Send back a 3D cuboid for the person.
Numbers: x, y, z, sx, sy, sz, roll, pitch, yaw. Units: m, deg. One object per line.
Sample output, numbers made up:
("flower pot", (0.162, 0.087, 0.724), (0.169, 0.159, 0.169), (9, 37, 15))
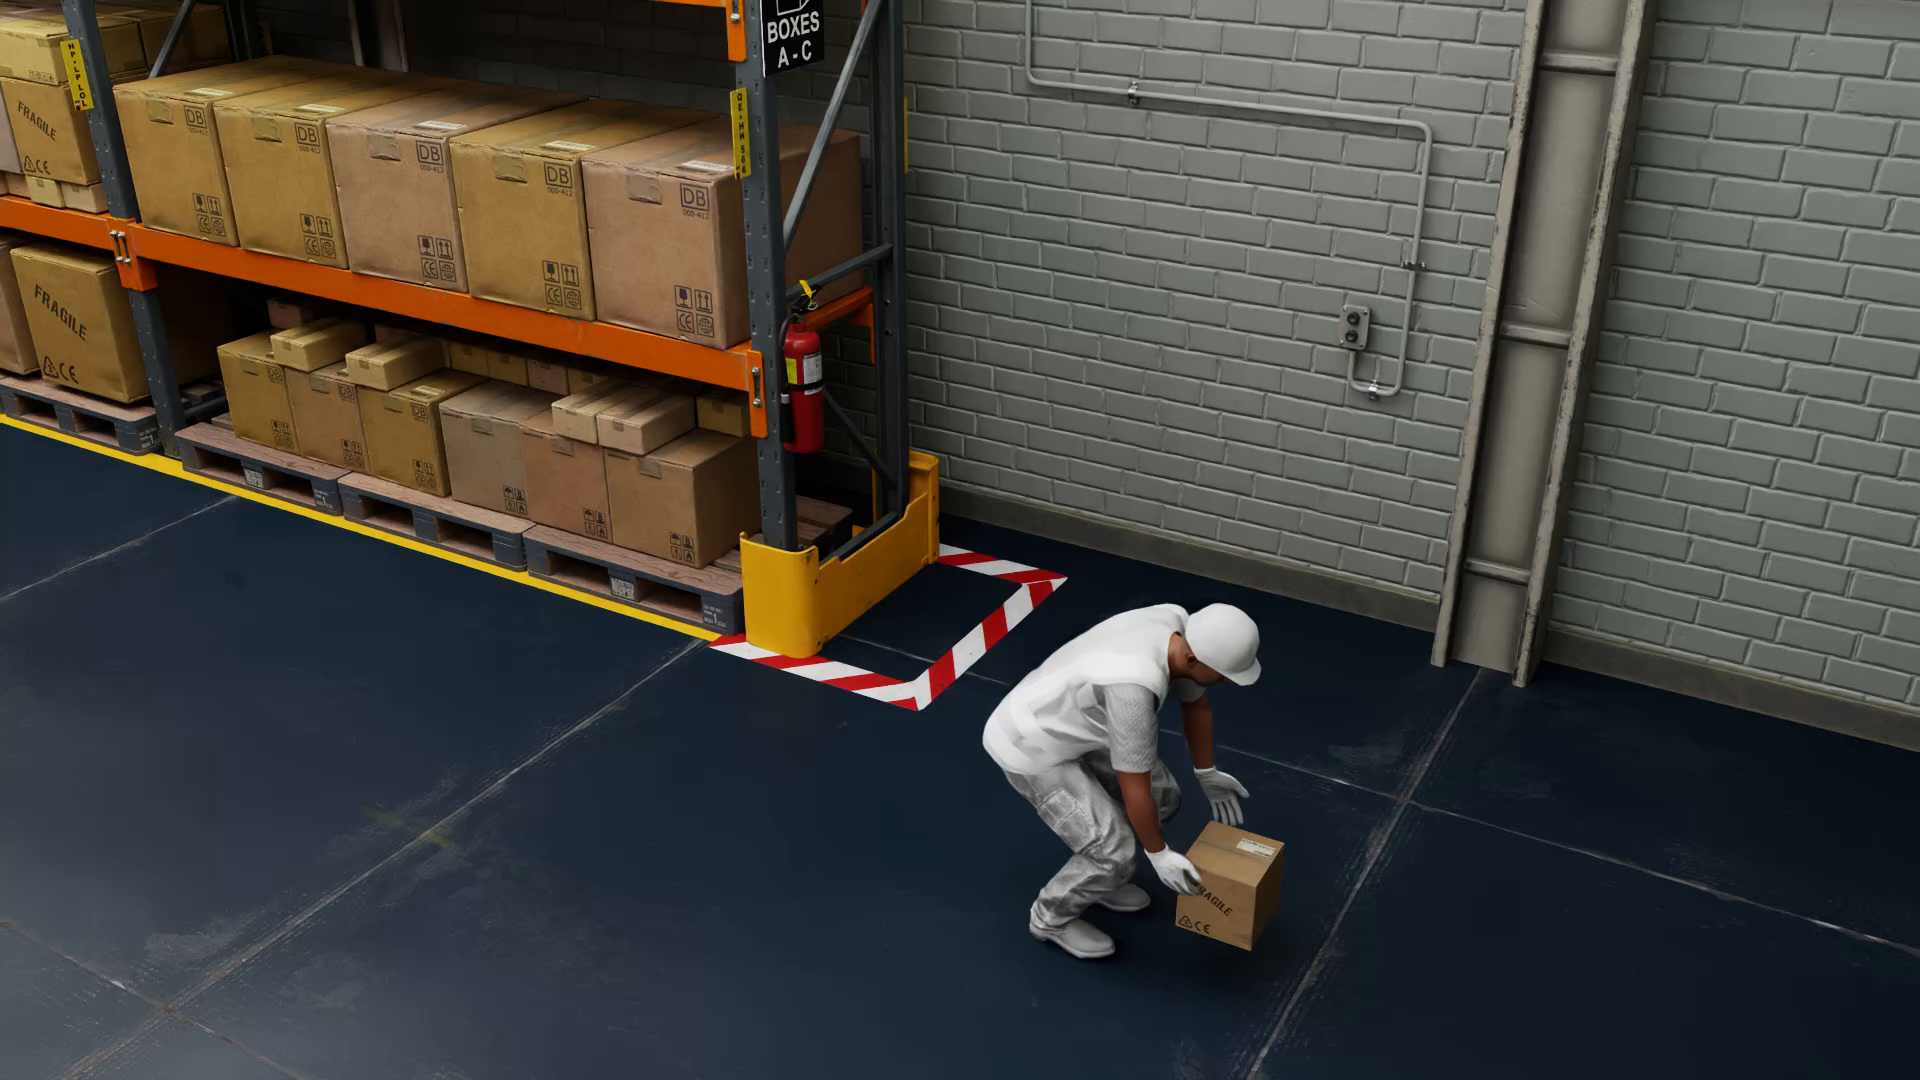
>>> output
("person", (0.510, 0.697, 5.270), (0.833, 1.264, 0.607), (14, 30, 26))
